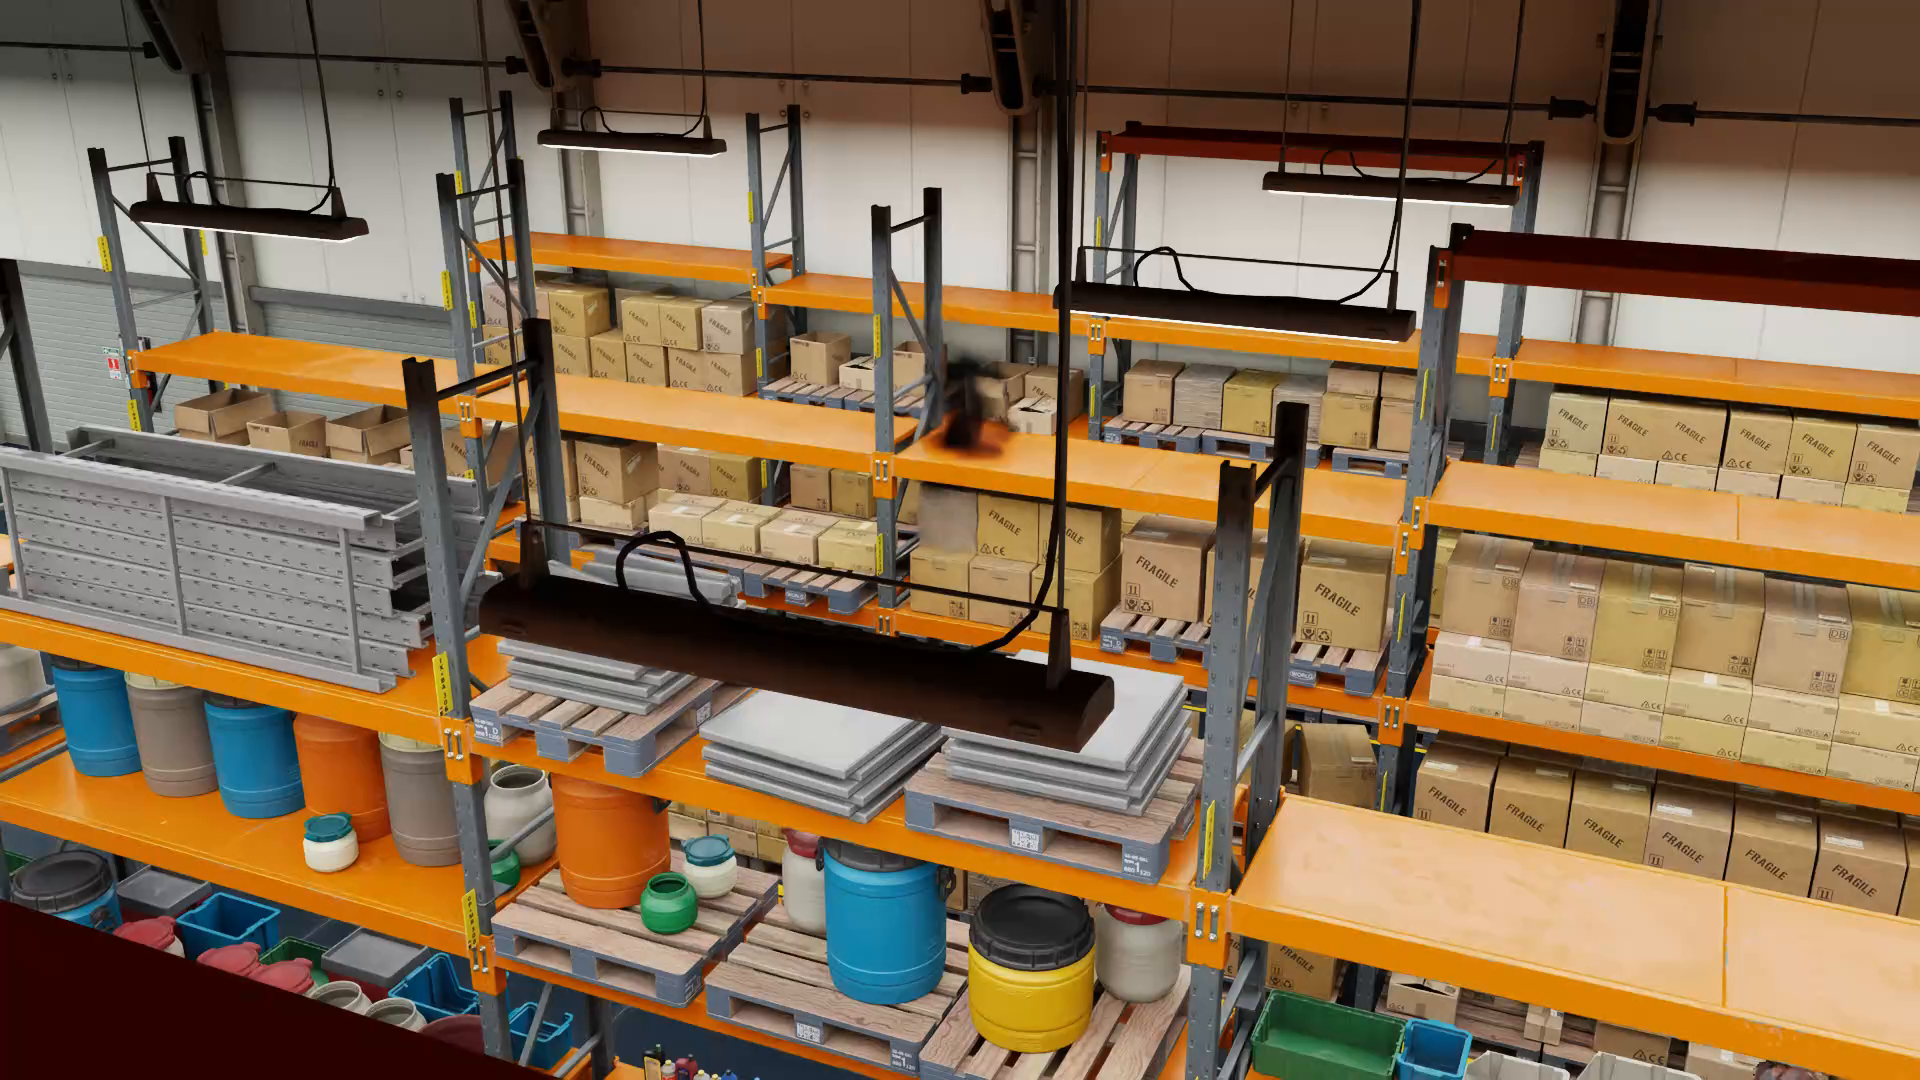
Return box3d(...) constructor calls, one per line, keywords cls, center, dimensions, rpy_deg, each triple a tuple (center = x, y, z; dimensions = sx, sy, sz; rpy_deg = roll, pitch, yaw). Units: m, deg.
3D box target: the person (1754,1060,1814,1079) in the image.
box3d(cls="person", center=(5.008, 3.773, 10.169), dimensions=(0.690, 1.845, 0.737), rpy_deg=(4, 21, 11))
